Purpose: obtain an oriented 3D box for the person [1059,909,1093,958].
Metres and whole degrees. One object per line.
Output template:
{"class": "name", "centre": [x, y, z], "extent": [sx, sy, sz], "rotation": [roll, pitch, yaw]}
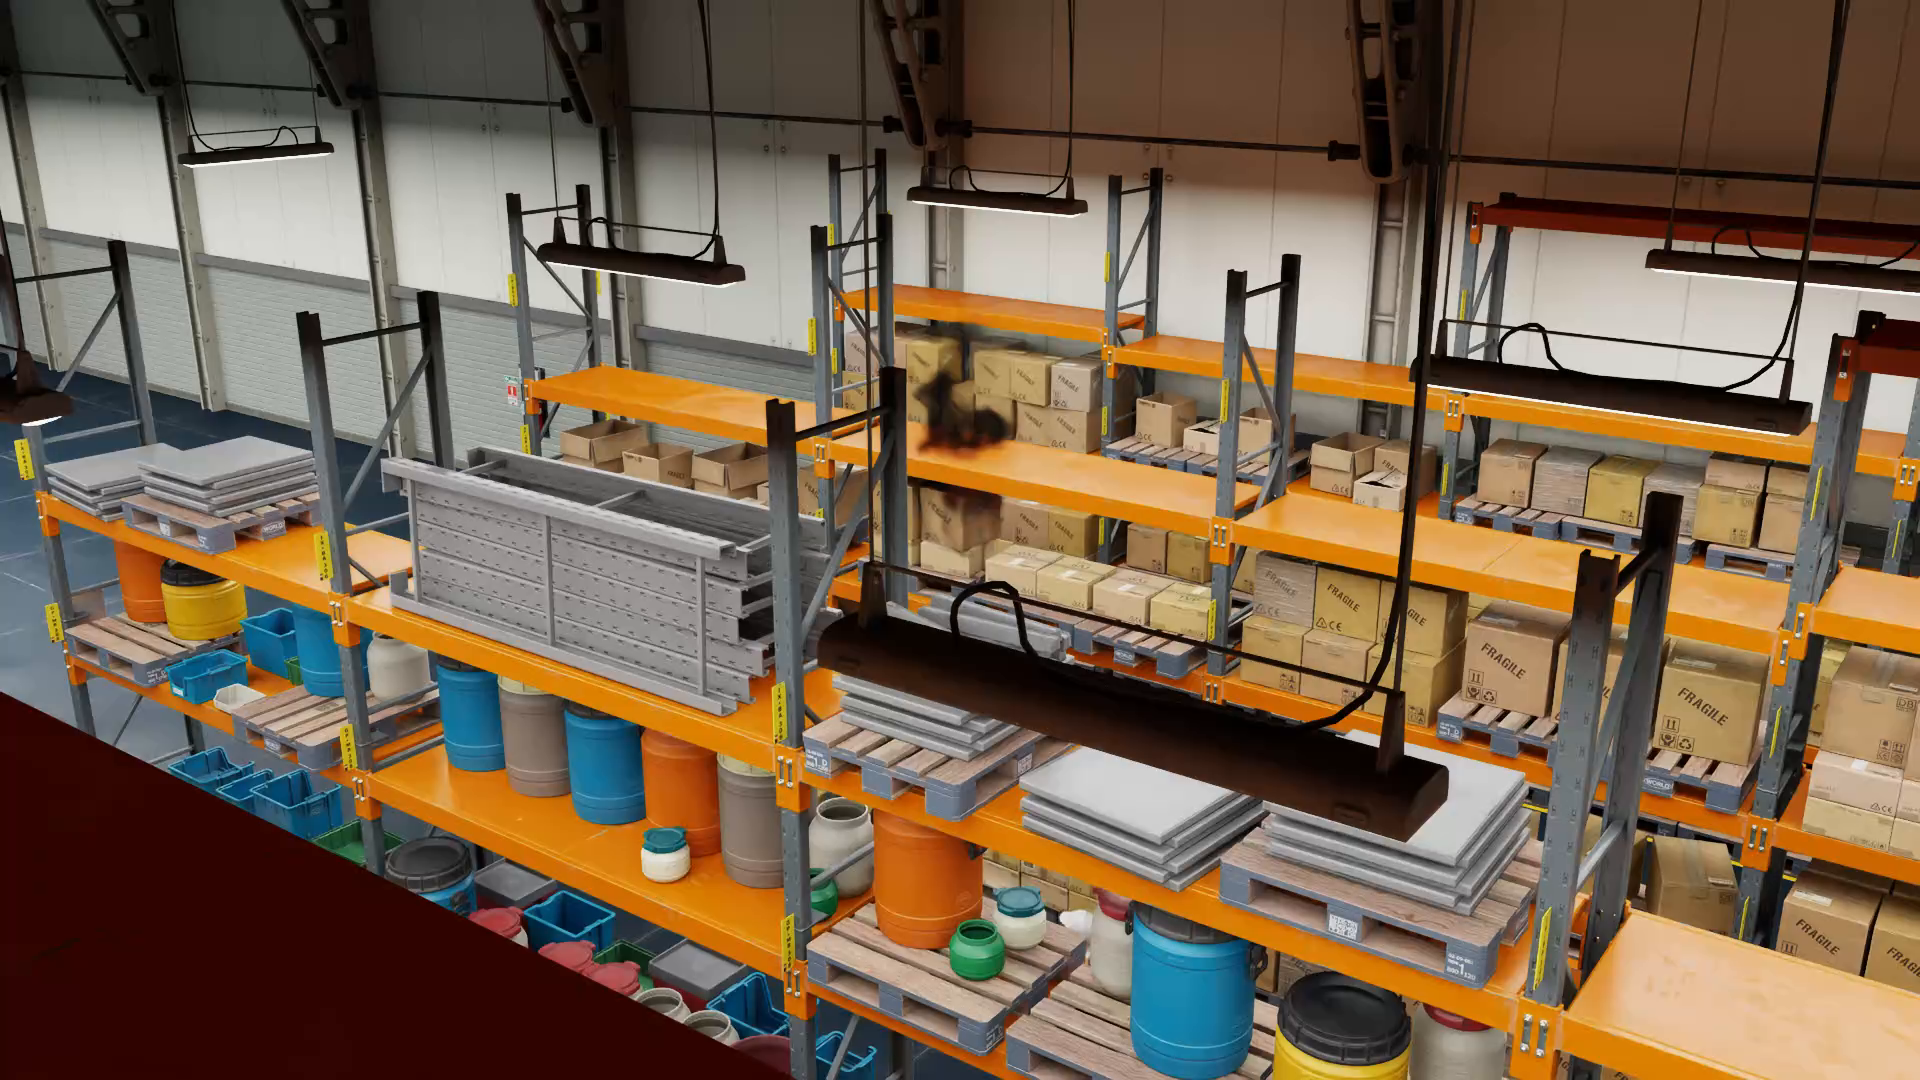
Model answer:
{"class": "person", "centre": [0.852, 3.459, 11.924], "extent": [0.826, 1.840, 0.650], "rotation": [8, 20, 23]}
